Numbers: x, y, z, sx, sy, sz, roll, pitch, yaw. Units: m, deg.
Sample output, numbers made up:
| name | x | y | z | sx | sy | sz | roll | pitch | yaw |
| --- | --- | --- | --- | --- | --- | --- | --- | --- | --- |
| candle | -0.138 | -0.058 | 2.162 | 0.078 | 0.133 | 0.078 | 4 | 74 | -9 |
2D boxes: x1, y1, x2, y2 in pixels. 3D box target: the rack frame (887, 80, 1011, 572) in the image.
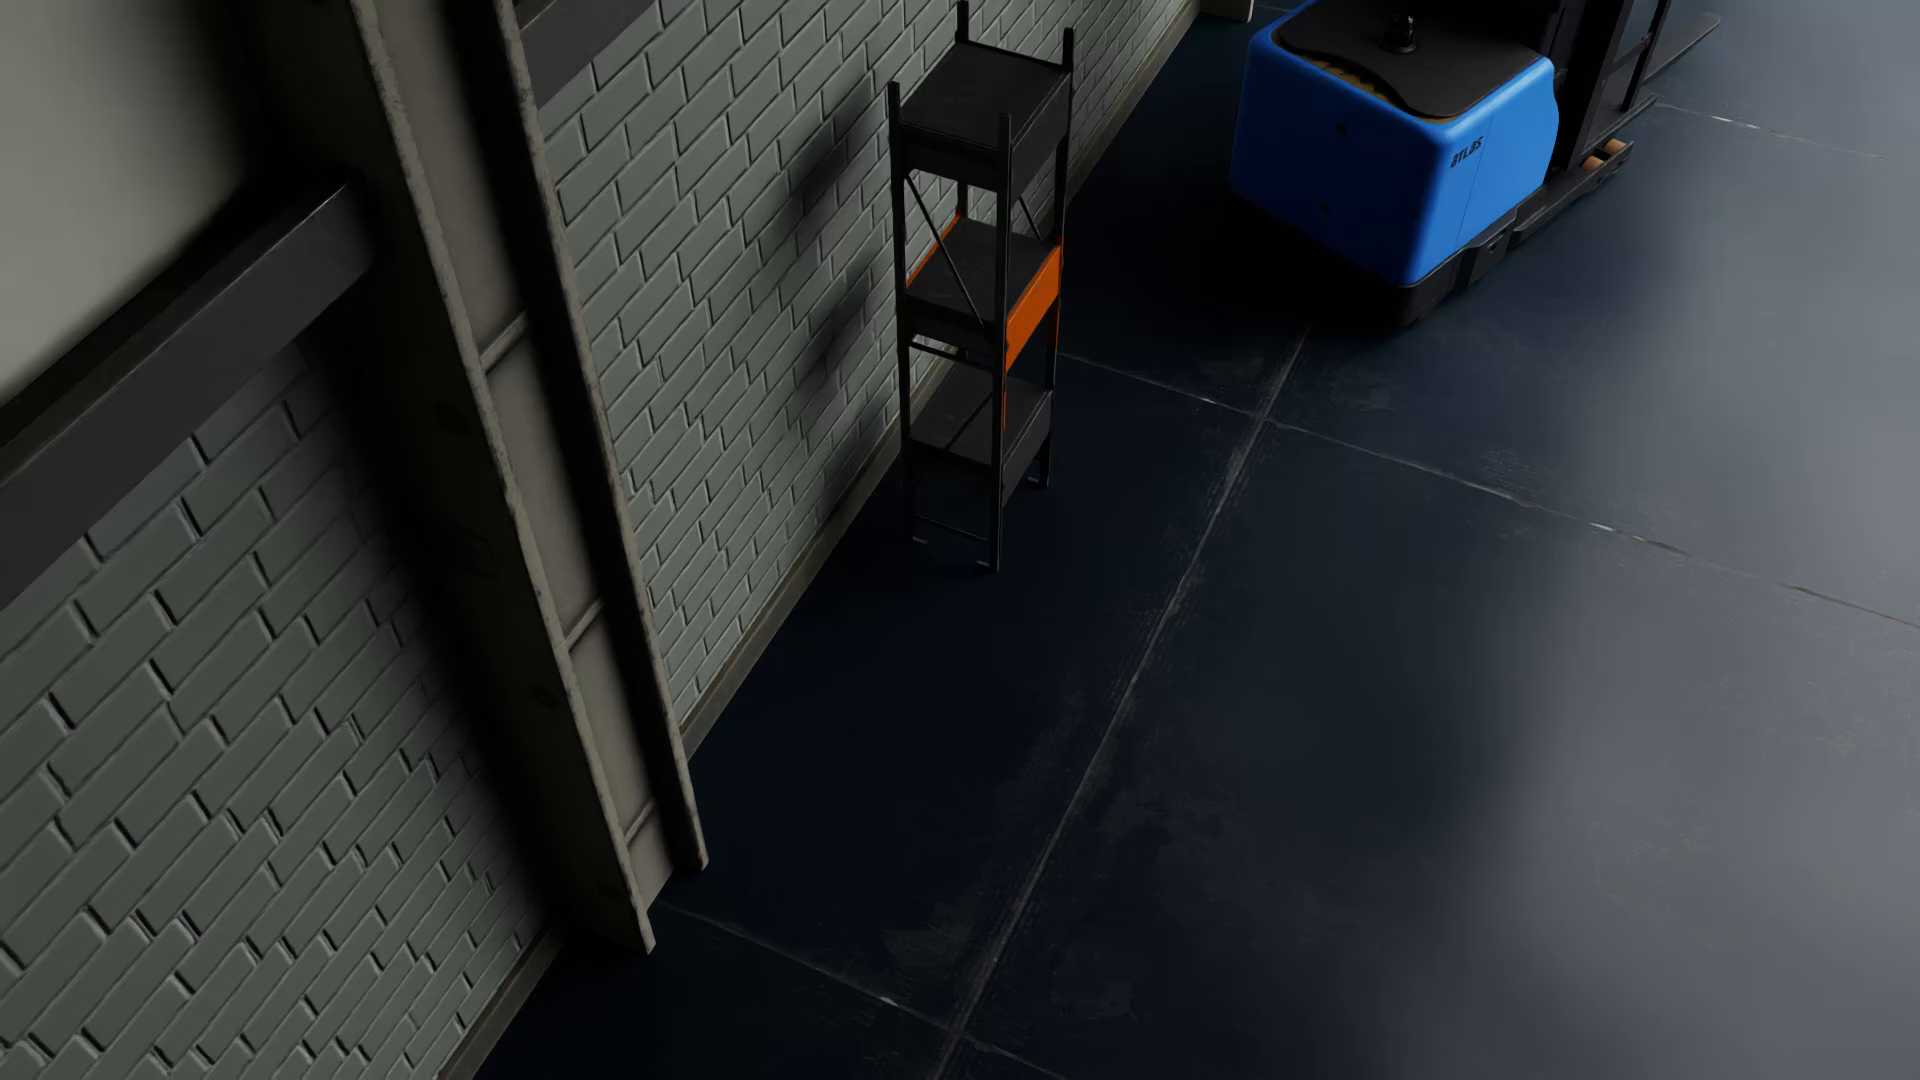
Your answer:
| name | x | y | z | sx | sy | sz | roll | pitch | yaw |
| --- | --- | --- | --- | --- | --- | --- | --- | --- | --- |
| rack frame | -0.034 | -0.626 | 5.719 | 0.400 | 2.100 | 0.015 | 20 | 52 | 16 |

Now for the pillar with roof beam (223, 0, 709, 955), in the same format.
| name | x | y | z | sx | sy | sz | roll | pitch | yaw |
| --- | --- | --- | --- | --- | --- | --- | --- | --- | --- |
| pillar with roof beam | 2.821 | -0.347 | 0.952 | 9.100 | 9.000 | 0.400 | 20 | 52 | 16 |

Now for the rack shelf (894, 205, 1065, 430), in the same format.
| name | x | y | z | sx | sy | sz | roll | pitch | yaw |
| --- | --- | --- | --- | --- | --- | --- | --- | --- | --- |
| rack shelf | 0.071 | -0.786 | 5.873 | 0.431 | 0.518 | 0.480 | 20 | 52 | 16 |

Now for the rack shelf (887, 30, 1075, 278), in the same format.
| name | x | y | z | sx | sy | sz | roll | pitch | yaw |
| --- | --- | --- | --- | --- | --- | --- | --- | --- | --- |
| rack shelf | 0.071 | -1.239 | 5.340 | 0.431 | 0.518 | 0.480 | 20 | 52 | 16 |

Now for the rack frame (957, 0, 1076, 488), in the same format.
| name | x | y | z | sx | sy | sz | roll | pitch | yaw |
| --- | --- | --- | --- | --- | --- | --- | --- | --- | --- |
| rack frame | 0.175 | -0.962 | 6.005 | 0.400 | 2.100 | 0.015 | 20 | 52 | 16 |

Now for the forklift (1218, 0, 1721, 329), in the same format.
| name | x | y | z | sx | sy | sz | roll | pitch | yaw |
| --- | --- | --- | --- | --- | --- | --- | --- | --- | --- |
| forklift | 2.604 | -2.877 | 7.088 | 3.031 | 2.935 | 1.130 | -37 | 59 | -27 |

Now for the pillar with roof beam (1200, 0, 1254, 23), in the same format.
| name | x | y | z | sx | sy | sz | roll | pitch | yaw |
| --- | --- | --- | --- | --- | --- | --- | --- | --- | --- |
| pillar with roof beam | 5.384 | -4.479 | 4.468 | 9.100 | 9.000 | 0.400 | 20 | 52 | 16 |

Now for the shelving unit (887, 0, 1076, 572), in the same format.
| name | x | y | z | sx | sy | sz | roll | pitch | yaw |
| --- | --- | --- | --- | --- | --- | --- | --- | --- | --- |
| shelving unit | 0.071 | -0.794 | 5.862 | 0.431 | 2.100 | 0.503 | 20 | 52 | 16 |

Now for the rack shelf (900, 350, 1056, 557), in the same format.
| name | x | y | z | sx | sy | sz | roll | pitch | yaw |
| --- | --- | --- | --- | --- | --- | --- | --- | --- | --- |
| rack shelf | 0.071 | -0.332 | 6.406 | 0.431 | 0.518 | 0.480 | 20 | 52 | 16 |
